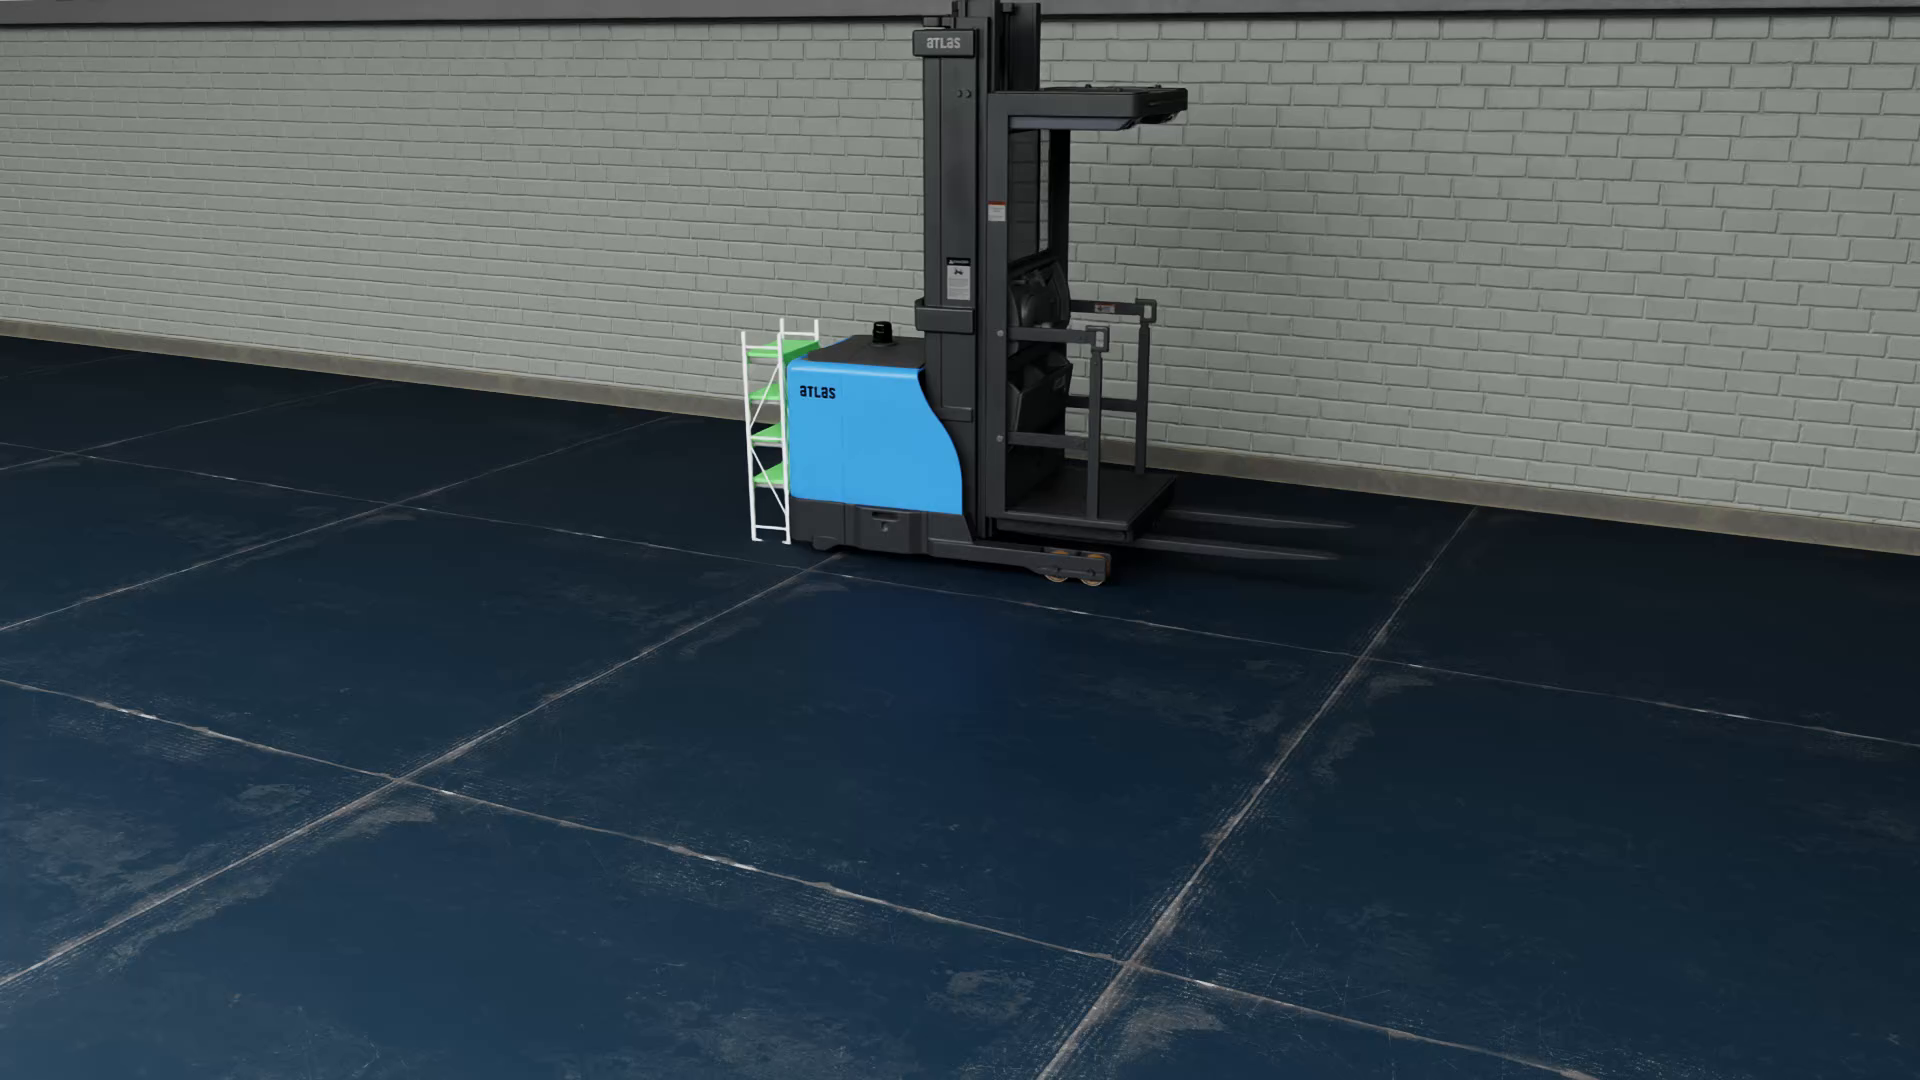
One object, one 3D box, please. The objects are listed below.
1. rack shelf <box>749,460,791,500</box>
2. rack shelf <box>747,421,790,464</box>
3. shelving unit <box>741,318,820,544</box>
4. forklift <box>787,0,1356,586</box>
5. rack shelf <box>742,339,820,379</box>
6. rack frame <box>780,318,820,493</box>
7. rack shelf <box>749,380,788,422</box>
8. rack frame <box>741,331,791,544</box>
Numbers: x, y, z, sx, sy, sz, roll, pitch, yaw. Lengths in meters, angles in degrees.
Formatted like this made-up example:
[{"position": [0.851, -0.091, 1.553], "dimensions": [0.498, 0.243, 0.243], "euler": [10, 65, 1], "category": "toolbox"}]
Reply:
[{"position": [-0.996, -0.341, 9.624], "dimensions": [0.258, 0.148, 0.480], "euler": [5, 17, 19], "category": "rack shelf"}, {"position": [-1.000, -0.571, 9.557], "dimensions": [0.258, 0.148, 0.480], "euler": [5, 17, 19], "category": "rack shelf"}, {"position": [-1.001, -0.633, 9.540], "dimensions": [0.258, 1.200, 0.503], "euler": [5, 17, 19], "category": "shelving unit"}, {"position": [0.613, -1.334, 8.867], "dimensions": [3.031, 2.935, 1.130], "euler": [6, 18, 19], "category": "forklift"}, {"position": [-1.007, -1.032, 9.423], "dimensions": [0.258, 0.148, 0.480], "euler": [5, 17, 19], "category": "rack shelf"}, {"position": [-0.919, -0.698, 9.760], "dimensions": [0.240, 1.200, 0.015], "euler": [5, 17, 19], "category": "rack frame"}, {"position": [-1.004, -0.802, 9.490], "dimensions": [0.258, 0.148, 0.480], "euler": [5, 17, 19], "category": "rack shelf"}, {"position": [-1.083, -0.567, 9.319], "dimensions": [0.240, 1.200, 0.015], "euler": [5, 17, 19], "category": "rack frame"}]
